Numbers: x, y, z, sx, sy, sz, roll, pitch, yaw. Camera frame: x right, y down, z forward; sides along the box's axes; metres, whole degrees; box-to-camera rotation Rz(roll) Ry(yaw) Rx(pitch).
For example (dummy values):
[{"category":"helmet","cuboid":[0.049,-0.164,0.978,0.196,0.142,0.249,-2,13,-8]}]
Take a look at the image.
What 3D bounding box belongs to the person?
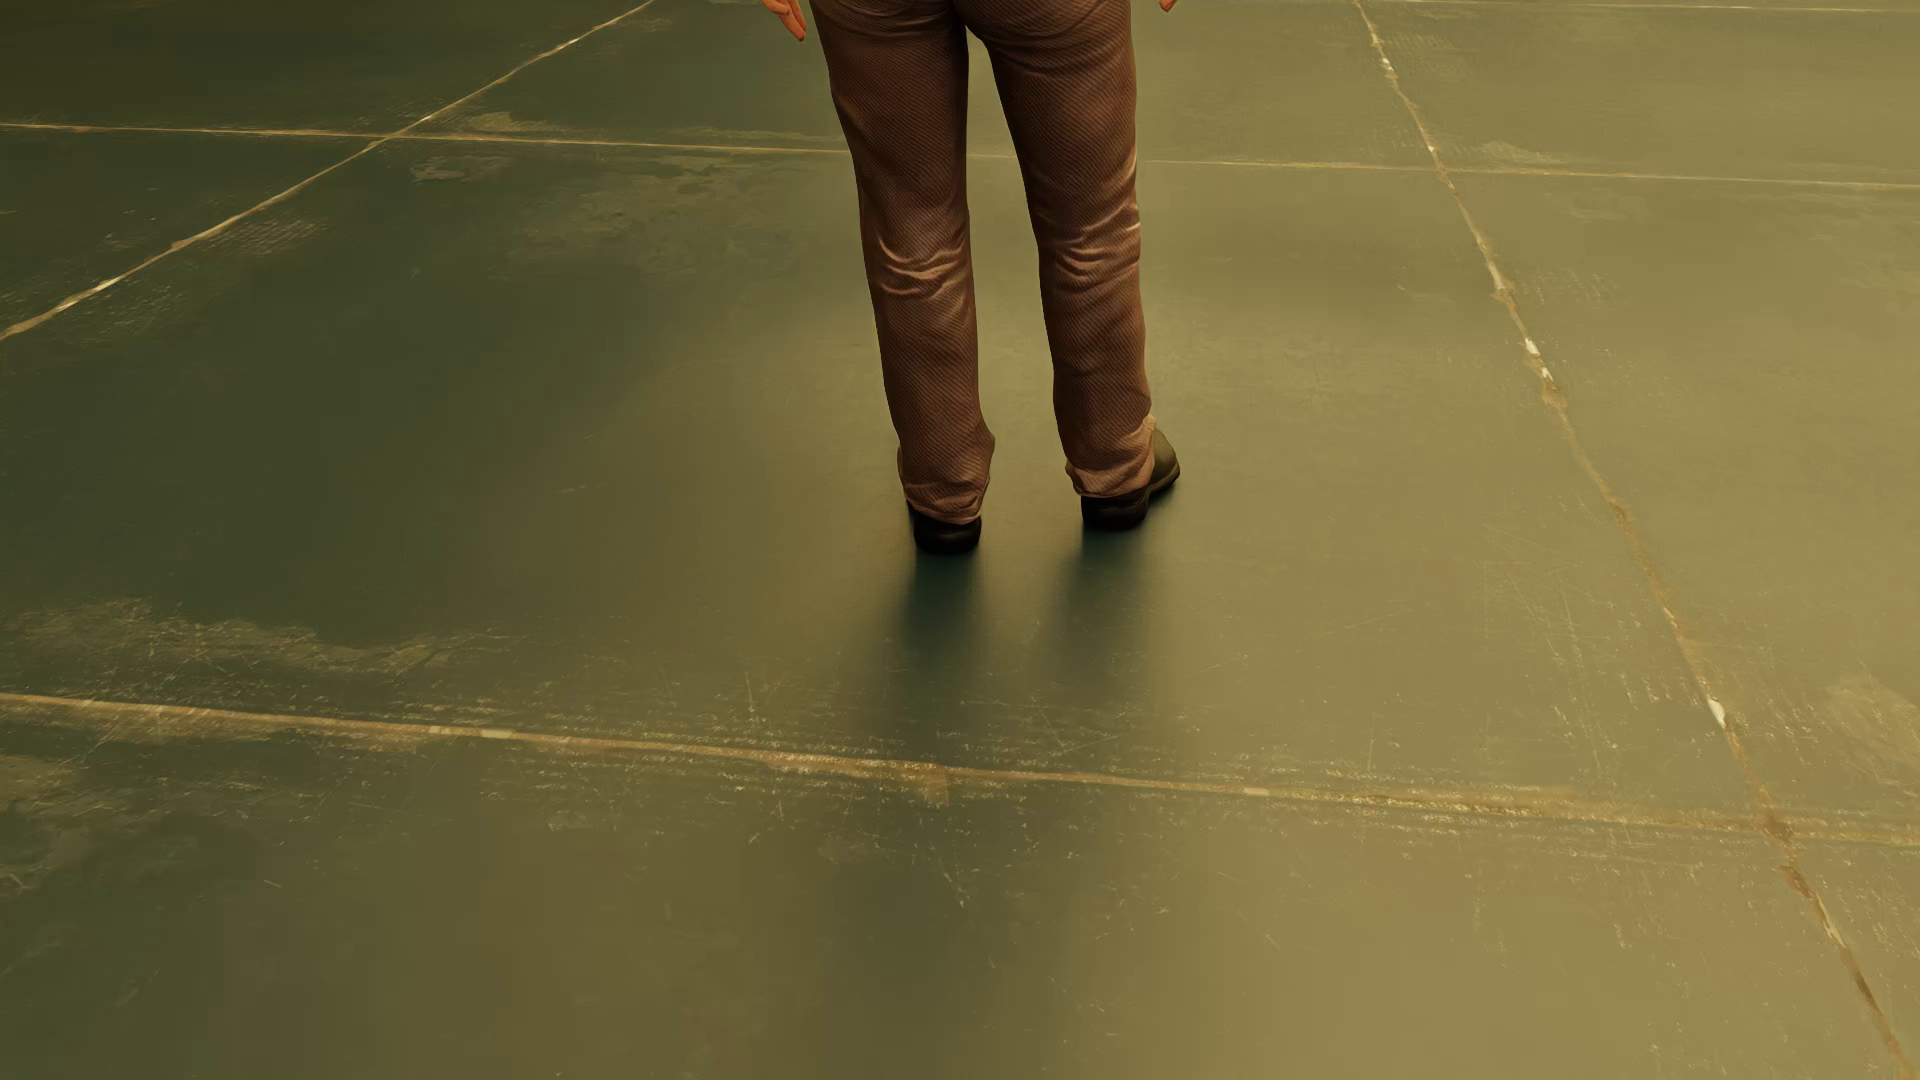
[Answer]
[{"category":"person","cuboid":[0.016,-0.804,2.166,0.632,1.720,0.568,3,27,7]}]
